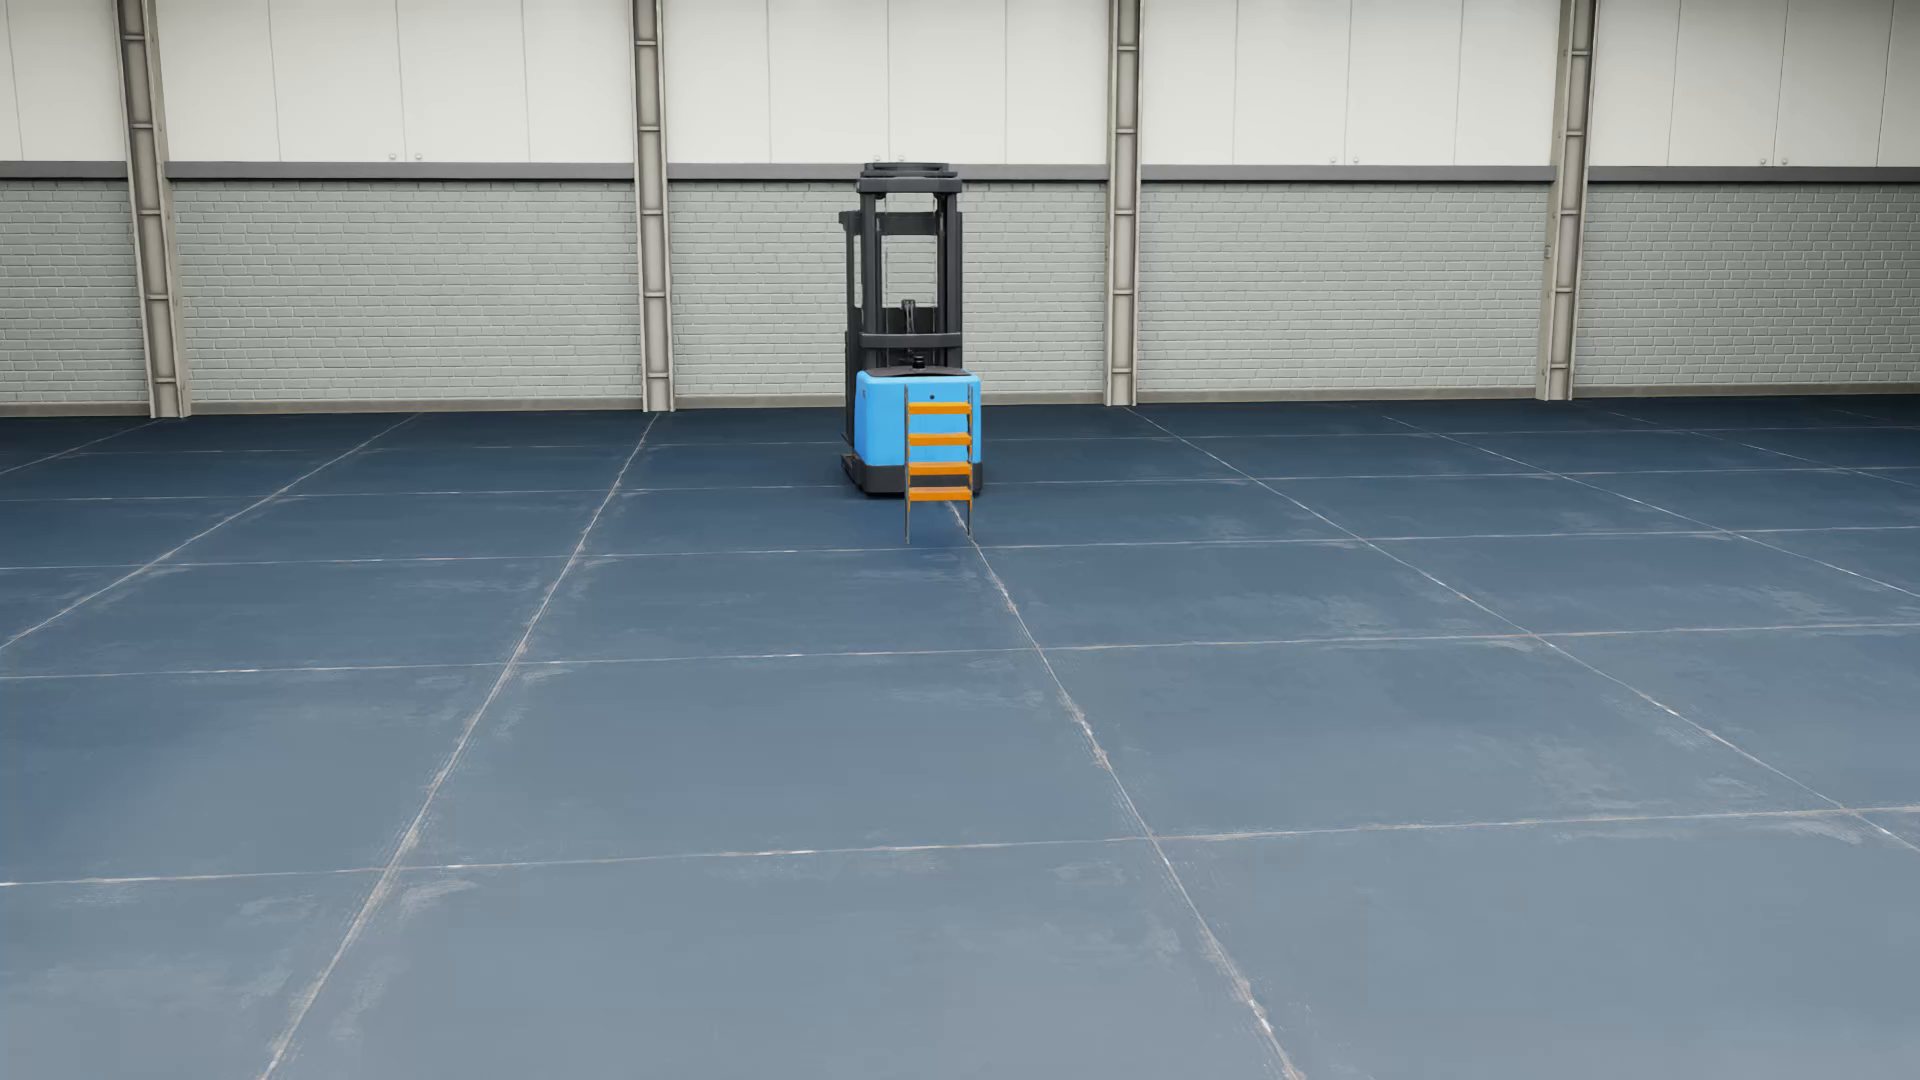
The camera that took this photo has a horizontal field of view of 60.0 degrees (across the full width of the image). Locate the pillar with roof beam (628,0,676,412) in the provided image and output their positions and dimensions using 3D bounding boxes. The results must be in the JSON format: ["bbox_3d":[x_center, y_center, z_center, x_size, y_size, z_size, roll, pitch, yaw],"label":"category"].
[{"bbox_3d":[-3.394,-5.258,16.286,0.400,9.000,9.100,-1,11,-6],"label":"pillar with roof beam"}]

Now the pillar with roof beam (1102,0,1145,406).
[{"bbox_3d":[2.571,-5.383,16.922,0.400,9.000,9.100,-1,11,-6],"label":"pillar with roof beam"}]

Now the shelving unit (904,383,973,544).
[{"bbox_3d":[-0.165,-0.585,12.735,0.503,1.200,0.258,-1,11,-6],"label":"shelving unit"}]

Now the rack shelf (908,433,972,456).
[{"bbox_3d":[-0.165,-0.739,12.705,0.480,0.148,0.258,-1,11,-6],"label":"rack shelf"}]

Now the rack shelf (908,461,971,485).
[{"bbox_3d":[-0.165,-0.519,12.748,0.480,0.148,0.258,-1,11,-6],"label":"rack shelf"}]

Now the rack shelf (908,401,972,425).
[{"bbox_3d":[-0.165,-0.971,12.659,0.480,0.148,0.258,-1,11,-6],"label":"rack shelf"}]

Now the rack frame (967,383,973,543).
[{"bbox_3d":[0.078,-0.590,12.761,0.015,1.200,0.240,-1,11,-6],"label":"rack frame"}]

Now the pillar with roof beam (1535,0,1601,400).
[{"bbox_3d":[8.536,-5.508,17.558,0.400,9.000,9.100,-1,11,-6],"label":"pillar with roof beam"}]

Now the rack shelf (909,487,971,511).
[{"bbox_3d":[-0.165,-0.324,12.786,0.480,0.148,0.258,-1,11,-6],"label":"rack shelf"}]

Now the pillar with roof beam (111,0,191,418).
[{"bbox_3d":[-9.359,-5.133,15.650,0.400,9.000,9.100,-1,11,-6],"label":"pillar with roof beam"}]

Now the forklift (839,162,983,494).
[{"bbox_3d":[-0.560,-2.085,15.873,1.130,2.935,3.031,-2,11,-10],"label":"forklift"}]

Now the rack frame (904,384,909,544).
[{"bbox_3d":[-0.407,-0.580,12.709,0.015,1.200,0.240,-1,11,-6],"label":"rack frame"}]
